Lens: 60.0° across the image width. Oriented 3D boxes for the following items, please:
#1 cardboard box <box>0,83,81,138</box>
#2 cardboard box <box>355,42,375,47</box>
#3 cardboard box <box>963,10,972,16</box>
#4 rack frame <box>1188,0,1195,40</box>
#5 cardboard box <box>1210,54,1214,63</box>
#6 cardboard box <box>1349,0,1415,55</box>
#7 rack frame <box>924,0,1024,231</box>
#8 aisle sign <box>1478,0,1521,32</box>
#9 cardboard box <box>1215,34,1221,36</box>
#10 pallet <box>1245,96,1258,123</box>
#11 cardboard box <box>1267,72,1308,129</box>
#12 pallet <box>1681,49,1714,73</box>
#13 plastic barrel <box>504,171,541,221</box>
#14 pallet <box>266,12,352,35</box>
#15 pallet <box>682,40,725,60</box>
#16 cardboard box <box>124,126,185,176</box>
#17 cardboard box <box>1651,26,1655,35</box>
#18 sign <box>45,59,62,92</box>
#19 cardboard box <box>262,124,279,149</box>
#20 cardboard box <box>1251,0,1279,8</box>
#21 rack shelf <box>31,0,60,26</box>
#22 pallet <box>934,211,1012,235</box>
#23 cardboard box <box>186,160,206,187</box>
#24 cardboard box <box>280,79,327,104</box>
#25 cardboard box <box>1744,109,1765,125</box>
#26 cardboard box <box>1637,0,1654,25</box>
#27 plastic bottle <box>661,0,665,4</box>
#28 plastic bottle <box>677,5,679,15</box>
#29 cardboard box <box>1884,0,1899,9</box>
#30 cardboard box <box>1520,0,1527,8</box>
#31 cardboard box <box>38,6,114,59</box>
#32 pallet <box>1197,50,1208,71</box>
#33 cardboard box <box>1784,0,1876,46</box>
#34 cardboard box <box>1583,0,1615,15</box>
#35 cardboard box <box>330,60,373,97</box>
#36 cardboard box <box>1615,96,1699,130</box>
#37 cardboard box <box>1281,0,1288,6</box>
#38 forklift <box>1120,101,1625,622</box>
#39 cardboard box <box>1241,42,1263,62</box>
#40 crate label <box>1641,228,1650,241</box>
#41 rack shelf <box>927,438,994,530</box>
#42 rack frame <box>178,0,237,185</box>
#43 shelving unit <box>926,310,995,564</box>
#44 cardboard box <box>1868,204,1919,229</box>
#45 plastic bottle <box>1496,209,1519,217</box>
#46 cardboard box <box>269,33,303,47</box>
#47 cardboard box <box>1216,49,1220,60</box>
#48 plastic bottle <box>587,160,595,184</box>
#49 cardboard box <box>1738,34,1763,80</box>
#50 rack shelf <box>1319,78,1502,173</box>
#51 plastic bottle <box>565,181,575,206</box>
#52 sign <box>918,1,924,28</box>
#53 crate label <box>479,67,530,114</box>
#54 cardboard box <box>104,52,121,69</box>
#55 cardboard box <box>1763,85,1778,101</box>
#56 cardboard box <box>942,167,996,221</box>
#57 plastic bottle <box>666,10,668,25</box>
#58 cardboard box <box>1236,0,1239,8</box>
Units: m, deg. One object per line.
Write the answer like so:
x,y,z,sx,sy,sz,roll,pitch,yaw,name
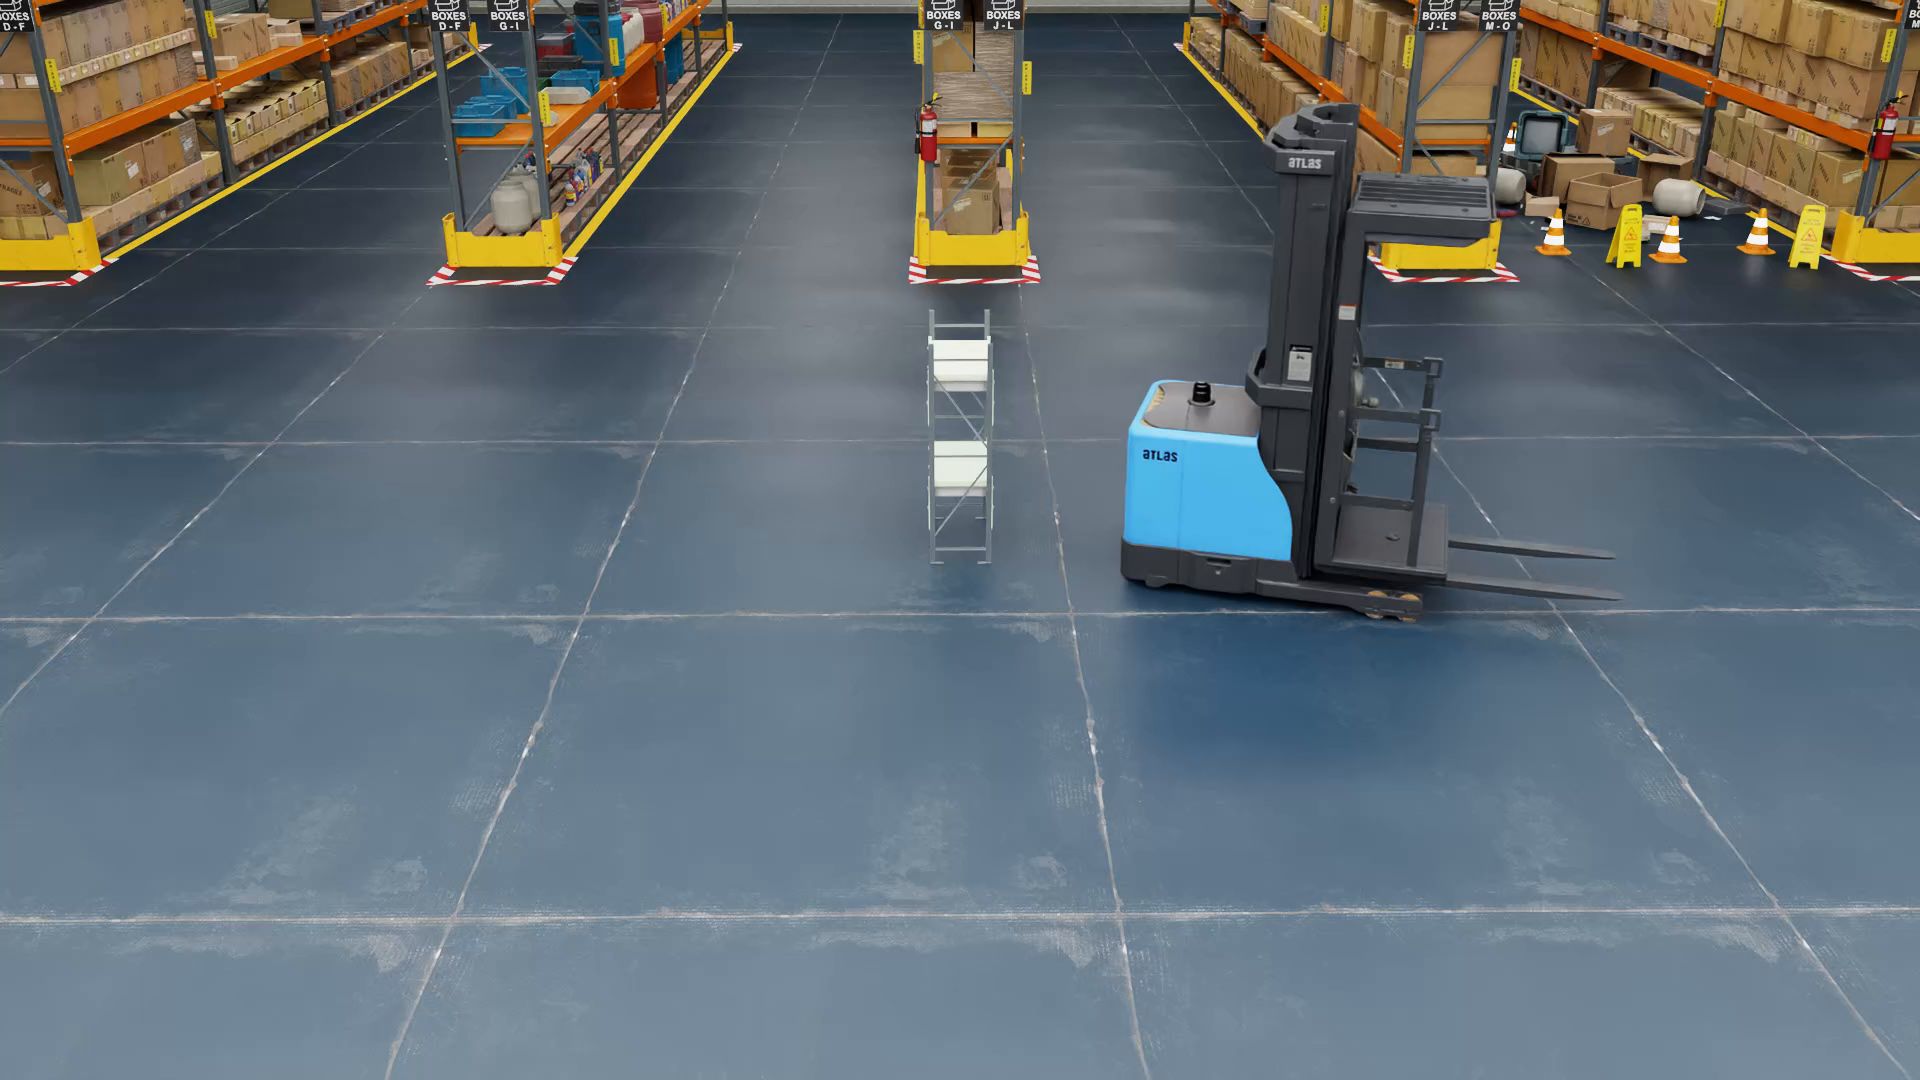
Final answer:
-9.762,-4.526,17.496,0.700,0.500,0.500,0,24,-1,cardboard box
-10.139,-8.094,28.006,0.500,0.500,0.500,-1,24,-3,cardboard box
-0.129,-5.399,17.853,0.500,0.500,0.500,0,24,-1,cardboard box
4.922,-10.905,31.721,1.000,3.000,0.127,0,24,-1,rack frame
4.634,-8.525,29.409,0.380,0.149,0.250,-1,24,-2,cardboard box
5.013,-5.919,19.205,0.875,0.550,0.550,0,24,-1,cardboard box
0.136,-4.331,17.187,1.000,3.000,0.127,0,24,-1,rack frame
5.397,-5.469,16.546,0.394,0.787,0.004,0,24,-1,aisle sign
4.724,-8.880,29.473,0.380,0.149,0.250,1,24,1,cardboard box
5.002,-6.660,25.719,1.003,0.211,1.213,0,24,-1,pallet
4.939,-6.163,23.457,1.050,0.750,0.750,0,24,0,cardboard box
10.139,-6.252,21.667,1.003,0.211,1.213,0,24,-1,pallet
-4.906,-3.844,18.619,0.421,0.512,0.421,0,24,0,plastic barrel
-9.935,-7.776,25.037,1.213,0.211,1.003,0,24,-1,pallet
-5.021,-9.291,31.538,1.003,0.211,1.213,0,24,-1,pallet
-9.587,-4.615,19.730,0.500,0.500,0.500,0,24,-1,cardboard box
9.807,-7.056,23.007,0.380,0.149,0.250,1,24,2,cardboard box
-9.215,-4.719,16.897,0.100,0.325,0.005,0,24,-1,sign
-9.583,-5.466,22.524,0.500,0.250,0.500,-1,24,-2,cardboard box
4.548,-8.022,24.782,0.380,0.149,0.250,0,24,1,cardboard box
-9.792,-6.151,18.444,1.077,0.370,4.000,0,24,-1,rack shelf
0.161,-3.427,18.571,1.003,0.211,1.213,0,24,-1,pallet
-9.595,-4.479,20.340,0.500,0.250,0.500,0,24,-1,cardboard box
-9.605,-6.564,24.270,0.500,0.311,0.500,0,24,1,cardboard box
9.687,-5.092,19.998,0.380,0.149,0.250,1,24,1,cardboard box
9.756,-7.425,23.035,0.500,0.500,0.500,0,24,0,cardboard box
-4.731,-8.517,26.597,0.097,0.271,0.097,0,24,0,plastic bottle
-4.581,-8.541,26.735,0.097,0.201,0.097,0,24,0,plastic bottle
14.586,-8.252,25.529,0.500,0.250,0.500,-1,24,-3,cardboard box
9.655,-9.070,27.846,0.500,0.250,0.500,-1,24,-2,cardboard box
-9.781,-5.564,18.216,0.700,0.500,0.500,0,24,0,cardboard box
4.907,-8.767,30.377,1.003,0.211,1.213,0,24,-1,pallet
9.848,-5.846,18.841,0.700,0.500,0.500,0,24,-1,cardboard box
9.698,-8.030,24.940,0.500,0.250,0.500,0,24,-1,cardboard box
-9.588,-7.258,26.156,0.500,0.500,0.500,-1,24,-1,cardboard box
9.970,-6.129,23.842,0.950,0.372,0.625,-1,24,-2,cardboard box
5.004,-7.925,23.797,0.700,0.500,0.500,0,24,-1,cardboard box
2.598,-1.077,10.075,3.031,2.935,1.130,6,25,14,forklift
4.733,-7.701,26.250,0.500,0.250,0.500,0,24,1,cardboard box
7.574,-3.421,18.649,0.250,0.136,0.298,-14,28,-28,crate label
0.000,-0.384,11.069,0.431,0.370,0.720,0,24,-1,rack shelf
-9.814,-5.937,20.736,1.000,3.000,0.127,0,24,-1,rack frame
0.000,-0.681,10.935,0.431,1.500,0.755,0,24,-1,shelving unit
10.313,-3.648,18.503,0.500,0.250,0.500,0,24,-1,cardboard box
6.495,-3.886,19.767,0.283,0.061,0.133,-9,26,-19,plastic bottle
-9.571,-7.101,23.615,0.380,0.149,0.250,0,24,-1,cardboard box
4.644,-8.413,28.800,0.380,0.149,0.250,0,24,0,cardboard box
-4.520,-4.510,20.344,0.061,0.283,0.133,1,24,3,plastic bottle
9.756,-5.816,19.987,0.500,0.500,0.500,0,24,-1,cardboard box
5.075,-4.808,19.114,1.077,0.370,4.000,0,24,-1,rack shelf
-4.525,-4.015,19.264,0.097,0.271,0.097,0,24,0,plastic bottle
-0.463,-6.503,20.584,0.100,0.325,0.005,0,24,-1,sign
-5.108,-5.082,18.804,0.502,0.435,0.616,0,24,-1,crate label
-9.575,-5.323,18.470,0.380,0.149,0.250,-1,24,-1,cardboard box
9.689,-5.251,19.525,0.380,0.149,0.250,0,24,0,cardboard box
0.105,-3.887,18.729,0.500,0.500,0.500,6,25,13,cardboard box
-4.549,-8.073,25.602,0.061,0.283,0.133,0,24,-1,plastic bottle
4.535,-8.415,26.011,0.380,0.149,0.250,0,24,1,cardboard box
